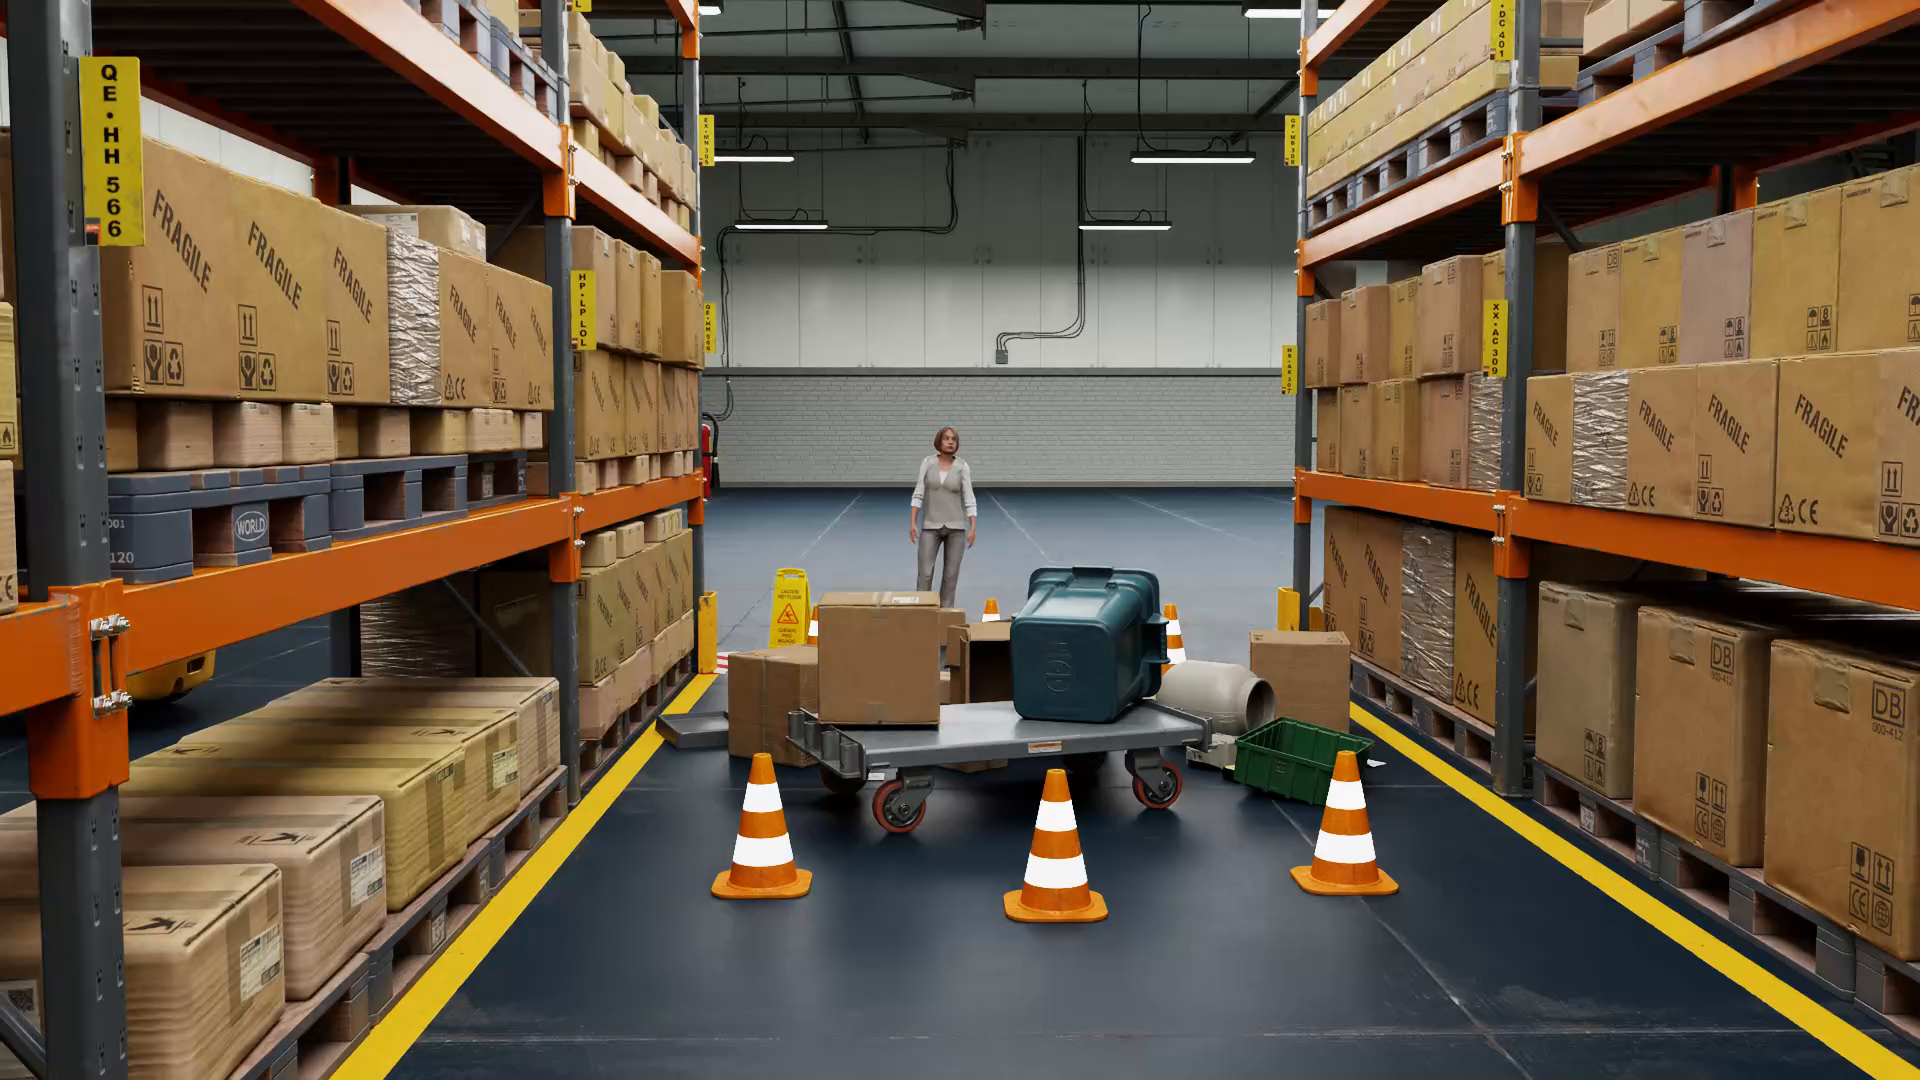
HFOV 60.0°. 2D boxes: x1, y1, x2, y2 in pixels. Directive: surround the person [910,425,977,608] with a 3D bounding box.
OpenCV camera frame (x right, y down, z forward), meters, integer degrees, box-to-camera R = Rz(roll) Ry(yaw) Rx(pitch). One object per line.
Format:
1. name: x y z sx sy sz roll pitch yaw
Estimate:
1. person: -0.132 -0.053 12.369 0.520 1.596 0.475 0 4 -1
